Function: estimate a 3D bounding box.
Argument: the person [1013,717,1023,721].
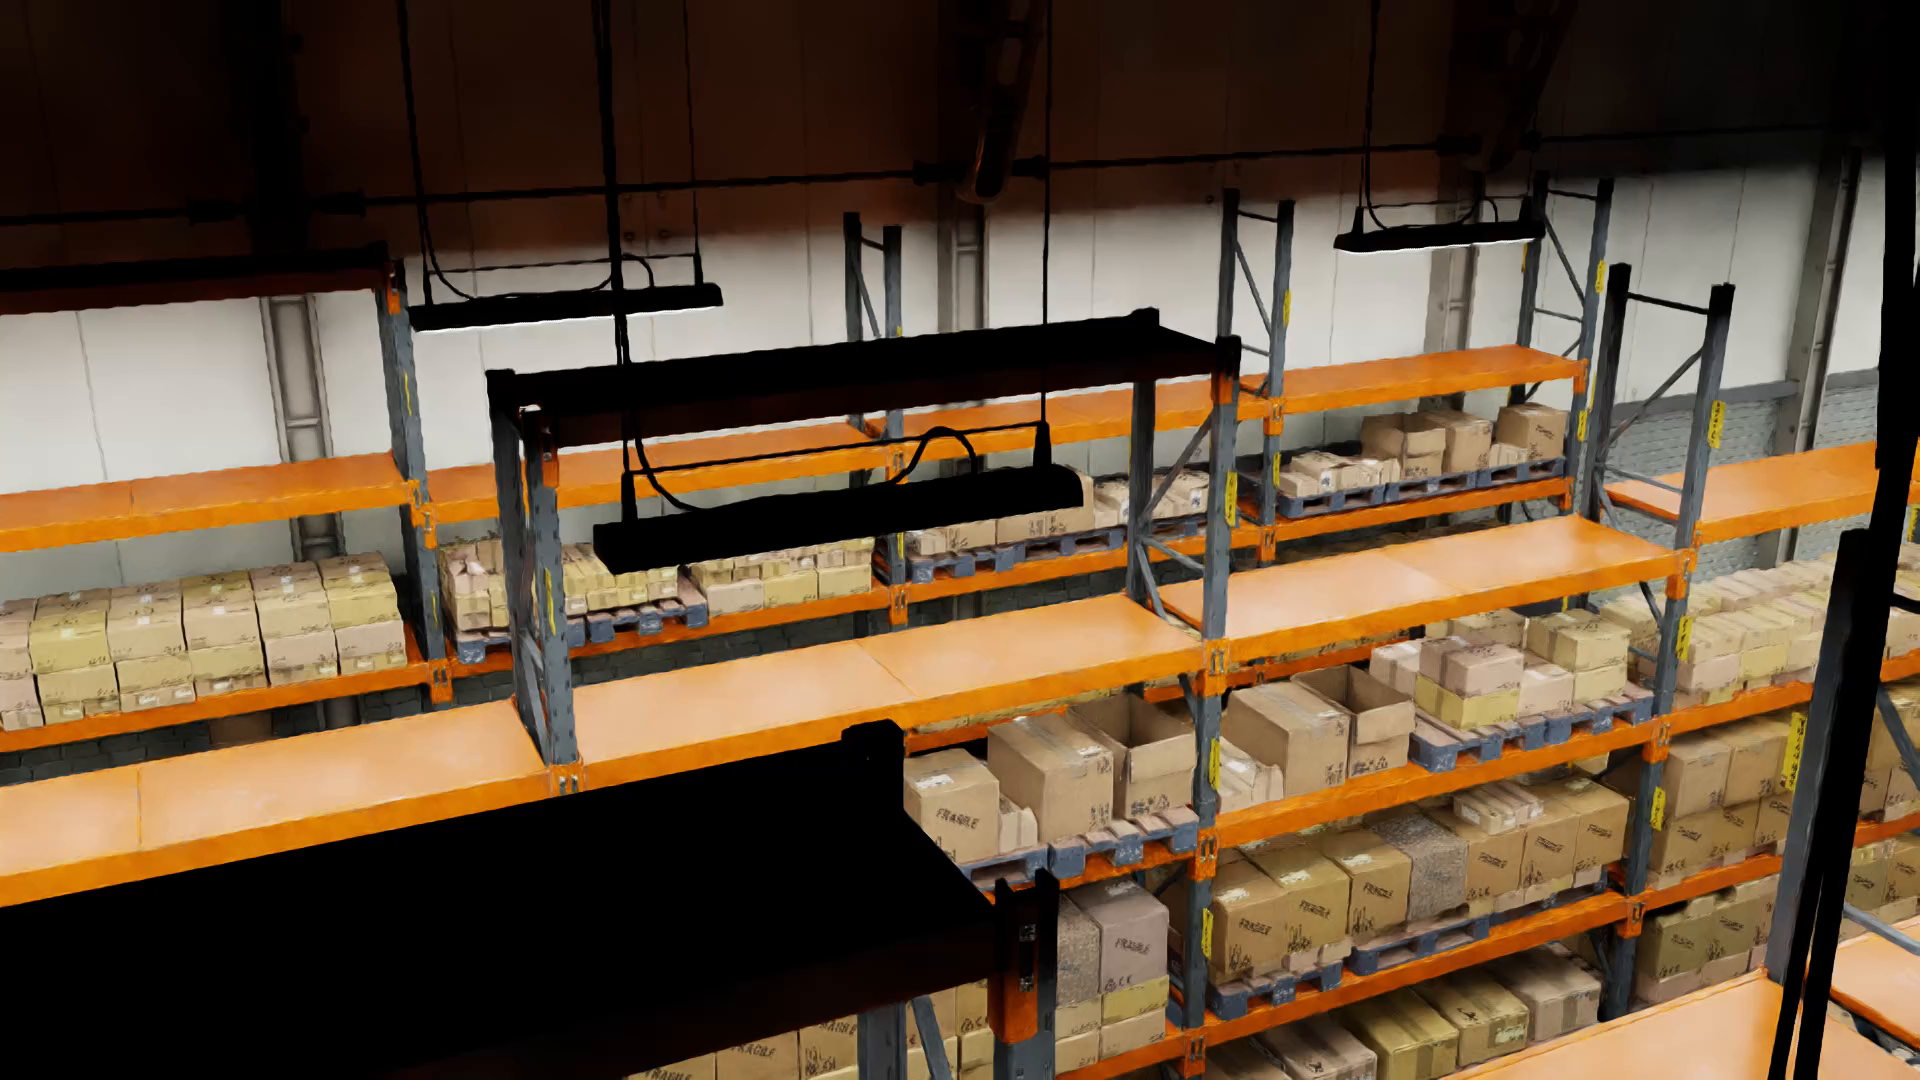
[{"bbox_3d":[0.538,2.415,14.905,0.628,1.768,0.587,1,19,2],"label":"person"}]
